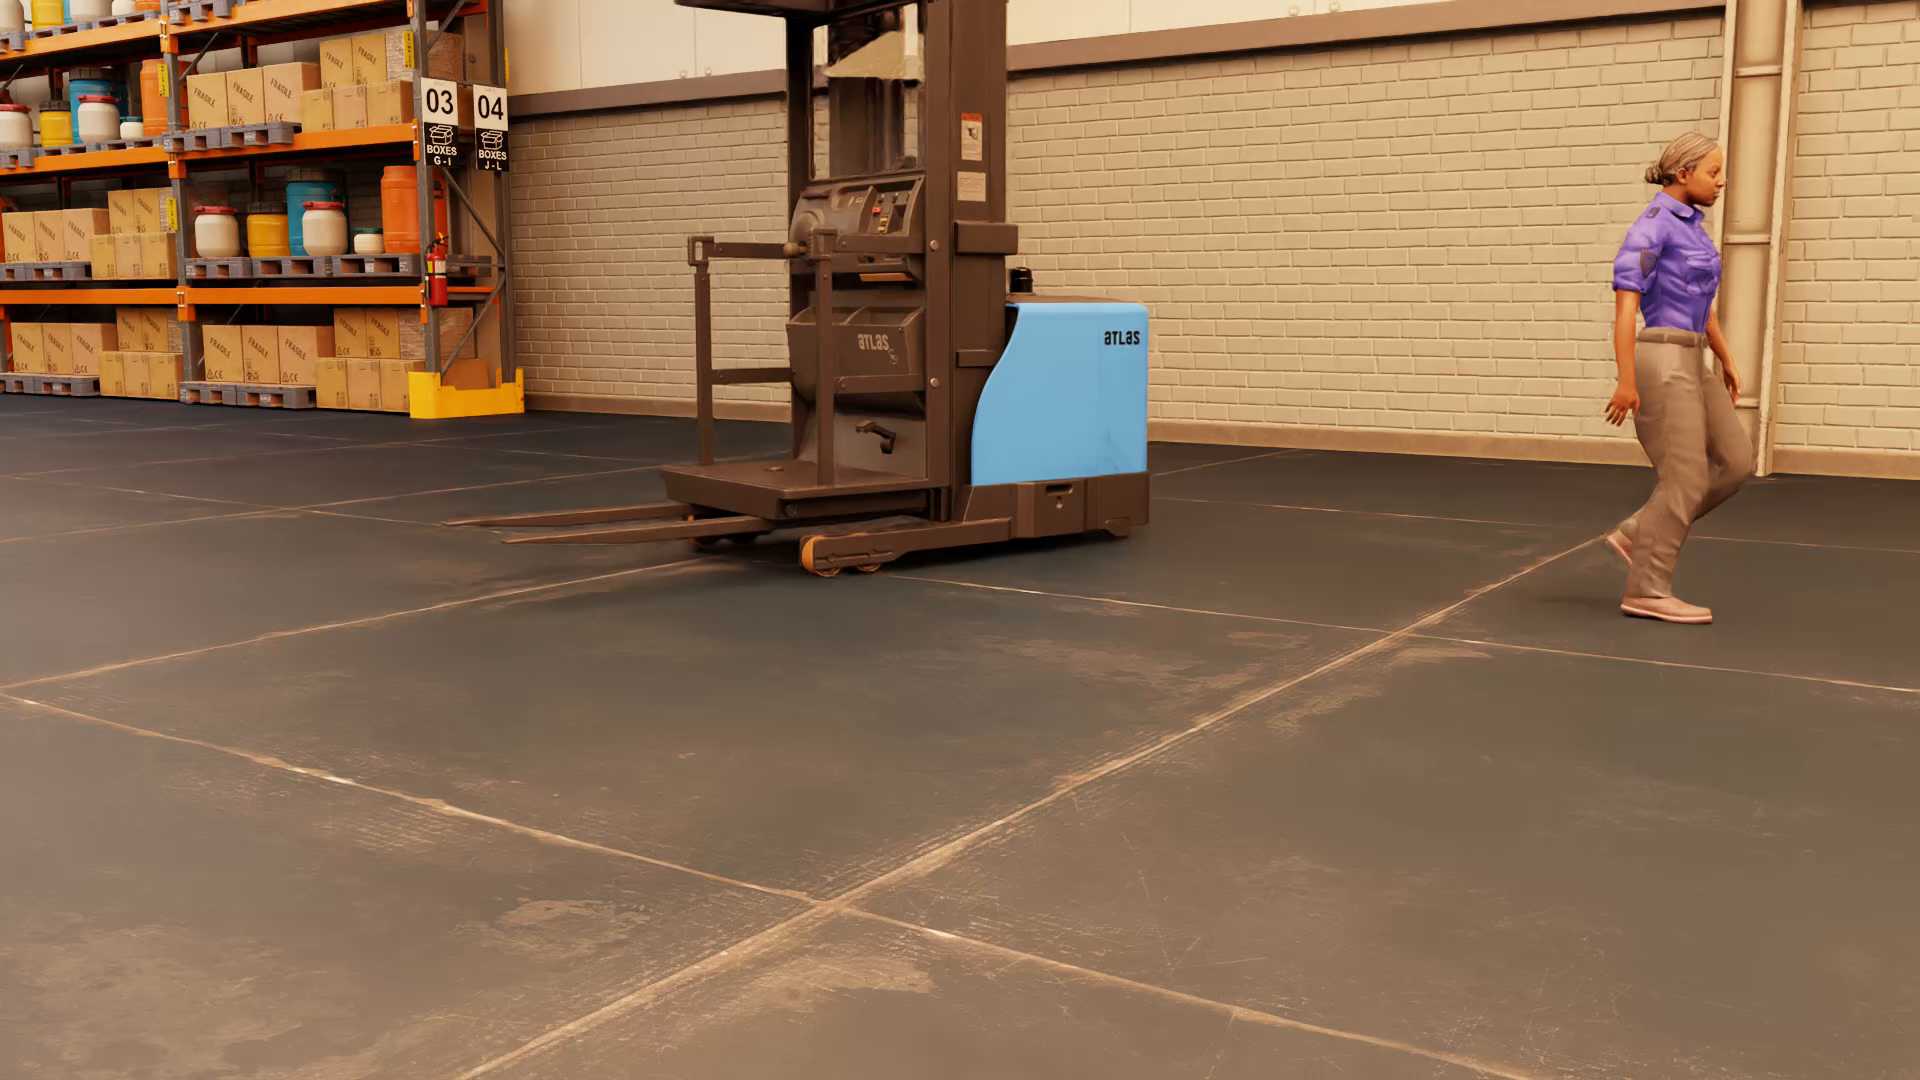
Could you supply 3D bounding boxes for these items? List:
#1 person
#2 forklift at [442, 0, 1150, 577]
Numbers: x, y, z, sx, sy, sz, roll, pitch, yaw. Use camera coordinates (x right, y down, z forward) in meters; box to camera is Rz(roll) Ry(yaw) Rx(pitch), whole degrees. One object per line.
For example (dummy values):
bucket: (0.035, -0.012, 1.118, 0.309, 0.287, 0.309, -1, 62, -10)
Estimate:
person: (2.440, -0.549, 5.663, 0.463, 1.640, 0.629, 6, 10, 35)
forklift: (-0.613, -1.388, 6.953, 3.031, 2.935, 1.130, -6, 10, -36)
